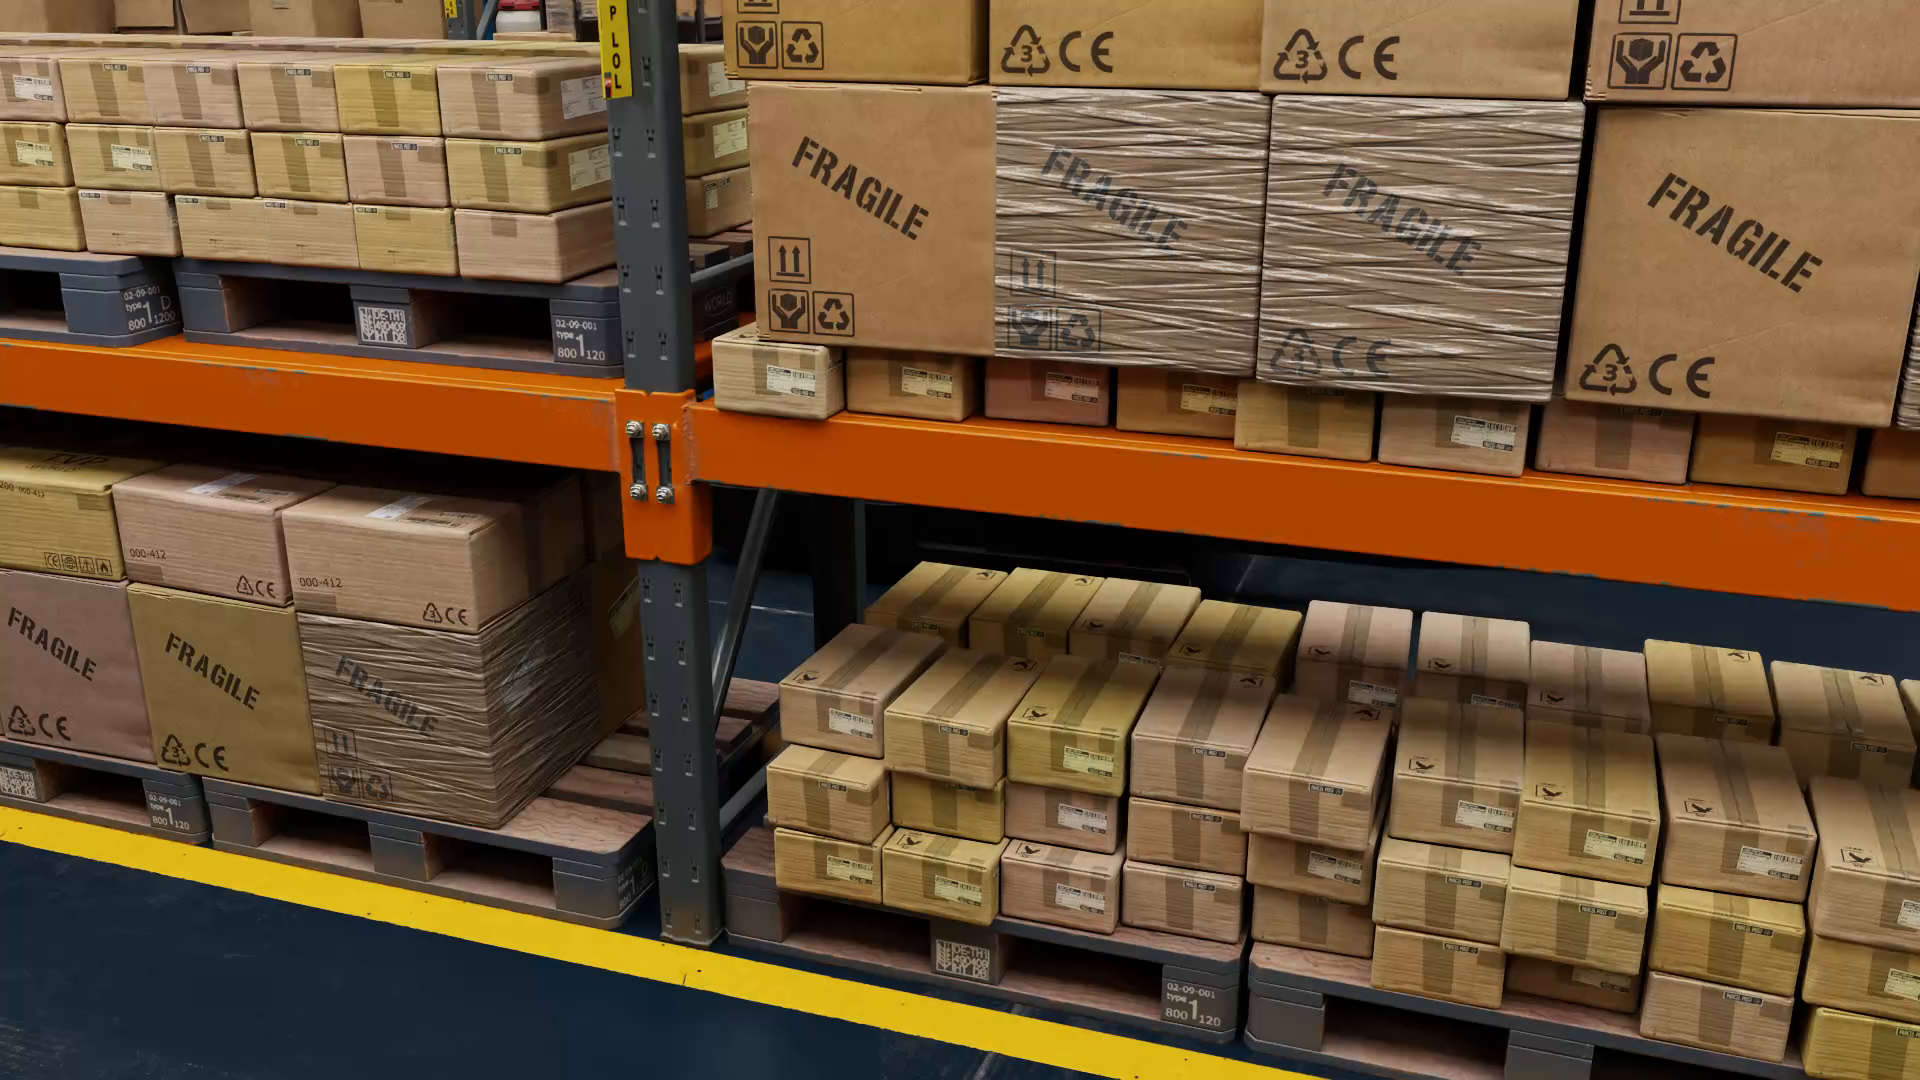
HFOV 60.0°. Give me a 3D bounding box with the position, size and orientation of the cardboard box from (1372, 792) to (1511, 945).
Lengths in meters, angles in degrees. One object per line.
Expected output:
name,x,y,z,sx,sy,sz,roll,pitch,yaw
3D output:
cardboard box,0.995,0.647,3.405,0.250,0.149,0.380,6,20,18

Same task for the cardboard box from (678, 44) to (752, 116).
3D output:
cardboard box,-0.698,-1.174,4.227,0.250,0.149,0.380,8,21,21

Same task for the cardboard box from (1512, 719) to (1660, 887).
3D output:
cardboard box,1.249,0.517,3.324,0.250,0.149,0.380,7,20,18

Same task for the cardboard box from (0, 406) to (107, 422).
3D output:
cardboard box,-2.567,-0.329,4.983,0.500,0.250,0.500,7,20,19

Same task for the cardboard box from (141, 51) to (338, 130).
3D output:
cardboard box,-1.665,-1.057,3.891,0.250,0.149,0.380,6,20,18

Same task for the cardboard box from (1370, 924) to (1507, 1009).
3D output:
cardboard box,1.001,0.787,3.455,0.250,0.149,0.380,6,20,17

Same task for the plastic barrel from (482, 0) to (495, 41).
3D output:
plastic barrel,-4.419,-4.664,14.638,0.708,0.901,0.600,7,20,18

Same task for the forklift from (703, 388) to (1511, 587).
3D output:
forklift,0.605,-1.296,5.938,3.031,2.867,1.129,5,20,15

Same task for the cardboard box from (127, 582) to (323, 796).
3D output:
cardboard box,-1.743,0.297,4.327,0.500,0.500,0.500,6,20,17

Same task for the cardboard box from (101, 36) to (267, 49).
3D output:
cardboard box,-2.175,-1.341,4.707,0.250,0.149,0.380,7,20,20

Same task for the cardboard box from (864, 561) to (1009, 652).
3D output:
cardboard box,-0.055,0.197,4.245,0.250,0.149,0.380,7,20,20

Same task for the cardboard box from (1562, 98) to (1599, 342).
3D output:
cardboard box,1.513,-0.678,3.360,0.500,0.500,0.500,6,20,17

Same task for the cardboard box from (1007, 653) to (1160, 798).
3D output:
cardboard box,0.277,0.401,3.659,0.250,0.149,0.380,6,20,17

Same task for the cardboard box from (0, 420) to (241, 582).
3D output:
cardboard box,-2.248,-0.114,4.367,0.500,0.250,0.500,6,20,16

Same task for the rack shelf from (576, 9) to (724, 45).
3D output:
rack shelf,-1.119,-1.742,6.294,0.480,0.518,0.431,5,20,15

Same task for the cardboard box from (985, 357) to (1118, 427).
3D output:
cardboard box,0.221,-0.360,3.433,0.250,0.149,0.380,6,20,16

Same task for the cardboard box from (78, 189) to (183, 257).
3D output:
cardboard box,-1.898,-0.800,4.057,0.250,0.149,0.380,6,20,16

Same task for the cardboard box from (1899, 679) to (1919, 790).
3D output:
cardboard box,2.161,0.448,3.522,0.250,0.149,0.380,6,20,15

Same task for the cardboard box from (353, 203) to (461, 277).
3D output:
cardboard box,-1.162,-0.717,3.819,0.250,0.149,0.380,7,20,18

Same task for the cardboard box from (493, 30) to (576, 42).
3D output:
cardboard box,-2.162,-2.501,9.043,0.500,0.500,0.500,7,20,20

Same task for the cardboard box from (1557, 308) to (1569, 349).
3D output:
cardboard box,1.371,-0.405,3.562,0.250,0.149,0.380,7,20,19

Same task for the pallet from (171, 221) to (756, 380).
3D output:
pallet,-1.151,-0.665,4.219,1.213,0.211,1.003,7,20,18

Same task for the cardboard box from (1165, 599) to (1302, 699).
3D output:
cardboard box,0.656,0.289,3.980,0.250,0.149,0.380,7,20,20

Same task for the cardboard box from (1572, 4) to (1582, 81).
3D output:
cardboard box,1.025,-1.207,3.359,0.500,0.500,0.500,7,20,19

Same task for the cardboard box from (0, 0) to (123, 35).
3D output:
cardboard box,-5.606,-3.376,10.153,1.000,1.000,1.000,7,20,18

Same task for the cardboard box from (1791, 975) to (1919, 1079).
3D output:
cardboard box,1.740,0.878,3.194,0.250,0.149,0.380,6,20,16

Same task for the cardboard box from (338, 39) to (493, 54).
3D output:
cardboard box,-1.439,-1.259,4.469,0.250,0.149,0.380,6,20,17

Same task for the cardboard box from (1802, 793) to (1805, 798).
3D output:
cardboard box,1.902,0.569,3.629,0.250,0.149,0.380,6,20,15

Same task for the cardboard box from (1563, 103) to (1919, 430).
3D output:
cardboard box,1.359,-0.518,2.902,0.500,0.500,0.500,8,21,21

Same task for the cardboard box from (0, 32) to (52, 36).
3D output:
cardboard box,-2.904,-1.426,4.951,0.250,0.149,0.380,7,20,20

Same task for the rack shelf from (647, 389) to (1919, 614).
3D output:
rack shelf,1.413,-0.072,3.319,4.000,0.370,1.077,7,20,18

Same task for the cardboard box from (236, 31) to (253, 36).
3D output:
cardboard box,-4.196,-2.822,9.682,0.258,0.266,0.396,6,20,17

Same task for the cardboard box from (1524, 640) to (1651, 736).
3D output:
cardboard box,1.400,0.375,3.731,0.250,0.149,0.380,7,20,18

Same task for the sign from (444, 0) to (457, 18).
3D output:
sign,-2.701,-2.931,8.788,0.005,0.325,0.100,7,20,18

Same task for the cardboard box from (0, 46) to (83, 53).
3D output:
cardboard box,-2.406,-1.141,4.132,0.250,0.149,0.380,6,20,17

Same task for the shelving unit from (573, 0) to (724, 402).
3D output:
shelving unit,-1.116,-1.093,6.519,0.503,2.100,0.431,5,20,15

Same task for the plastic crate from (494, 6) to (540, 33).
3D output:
plastic crate,-4.127,-4.636,15.223,0.583,0.464,0.402,7,20,18

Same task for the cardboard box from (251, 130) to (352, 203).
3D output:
cardboard box,-1.400,-0.885,3.851,0.250,0.149,0.380,7,21,20

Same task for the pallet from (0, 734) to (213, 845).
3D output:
pallet,-2.369,0.474,4.896,1.213,0.211,1.003,7,20,18

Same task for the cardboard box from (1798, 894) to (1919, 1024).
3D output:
cardboard box,1.725,0.736,3.150,0.250,0.149,0.380,7,20,19

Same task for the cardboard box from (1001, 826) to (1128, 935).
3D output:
cardboard box,0.265,0.699,3.708,0.250,0.149,0.380,6,20,18

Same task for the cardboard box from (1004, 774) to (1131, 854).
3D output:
cardboard box,0.271,0.533,3.732,0.250,0.149,0.380,6,20,18

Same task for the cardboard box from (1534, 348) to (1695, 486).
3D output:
cardboard box,1.212,-0.235,3.076,0.250,0.149,0.380,7,21,20

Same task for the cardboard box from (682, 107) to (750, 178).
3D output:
cardboard box,-0.698,-1.034,4.276,0.250,0.149,0.380,7,20,19
